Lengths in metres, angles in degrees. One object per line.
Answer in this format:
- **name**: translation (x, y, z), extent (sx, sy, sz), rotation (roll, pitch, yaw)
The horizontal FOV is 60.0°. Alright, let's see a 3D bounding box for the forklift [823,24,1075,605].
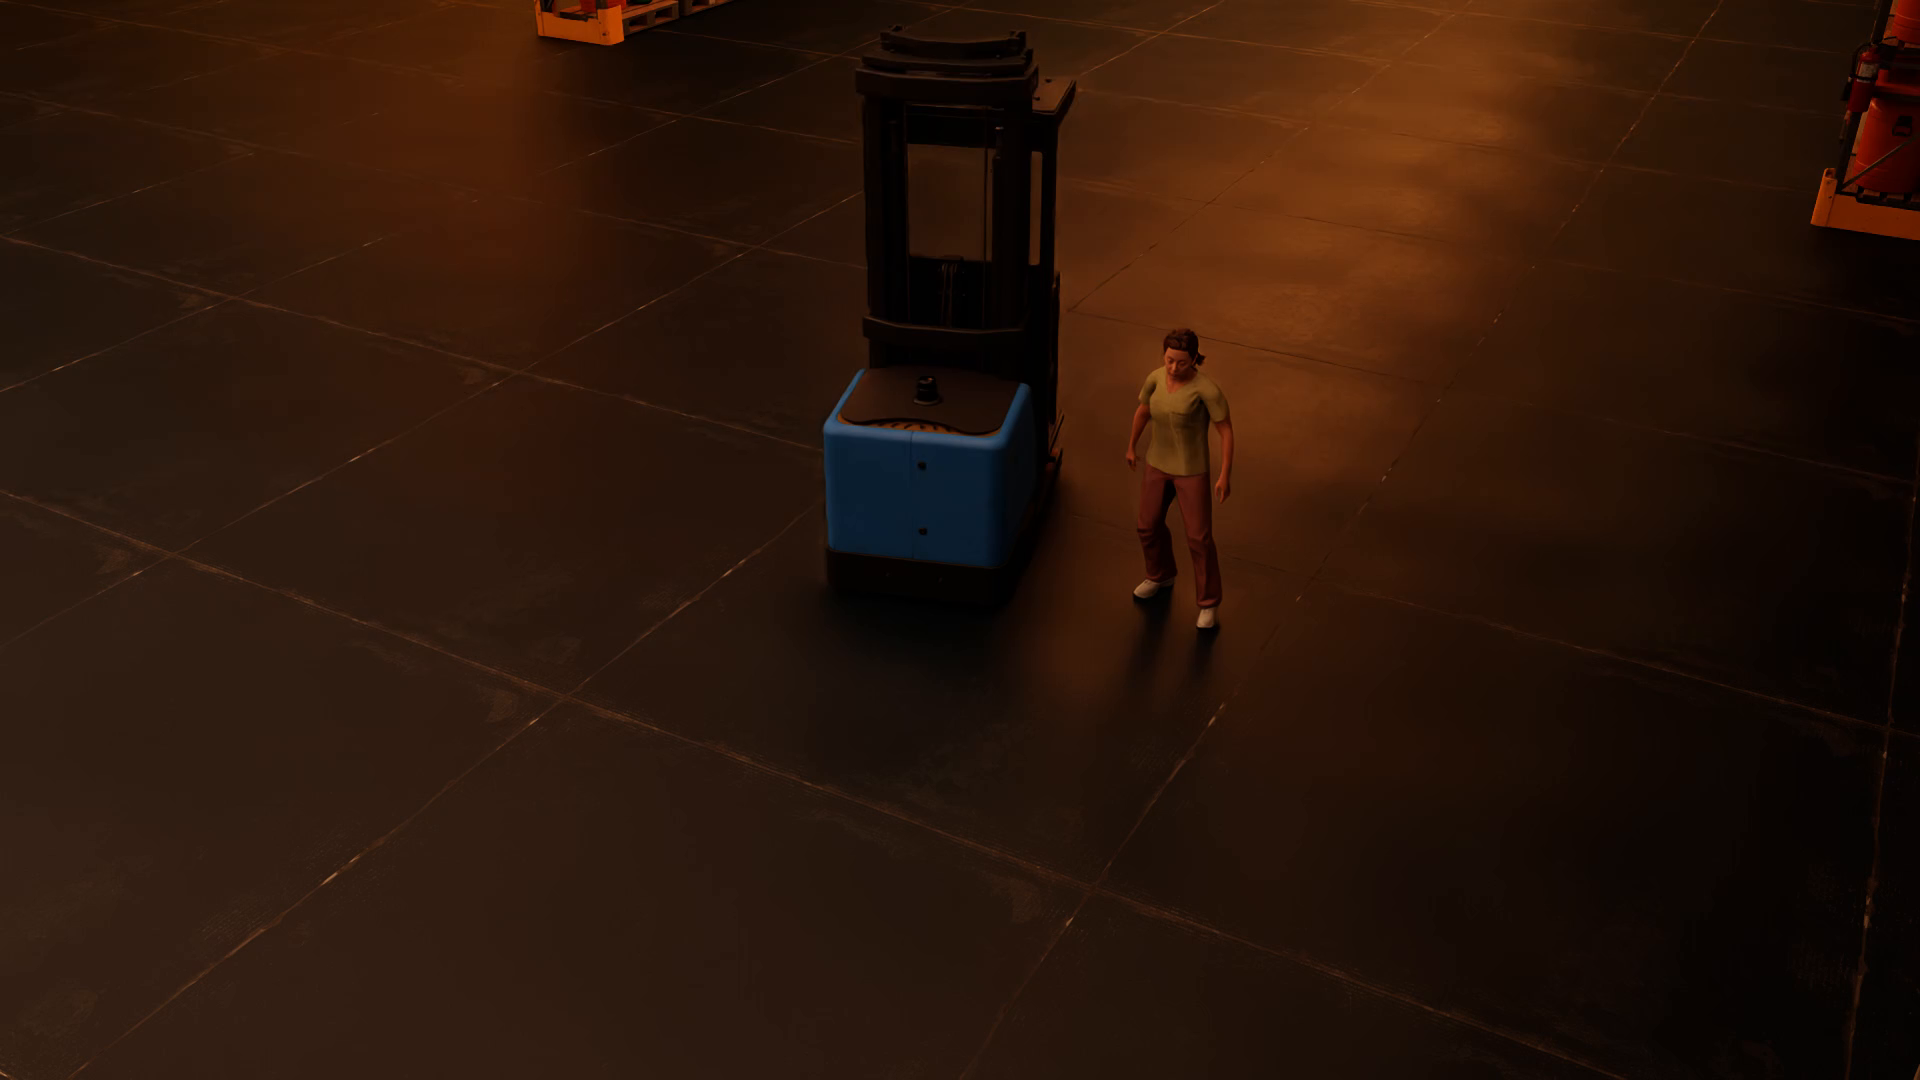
- **forklift**: translation (0.049, -1.628, 9.892), extent (1.130, 2.935, 3.031), rotation (6, 31, 10)

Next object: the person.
- **person**: translation (1.181, -0.379, 9.013), extent (0.712, 1.650, 0.381), rotation (20, 36, 31)
